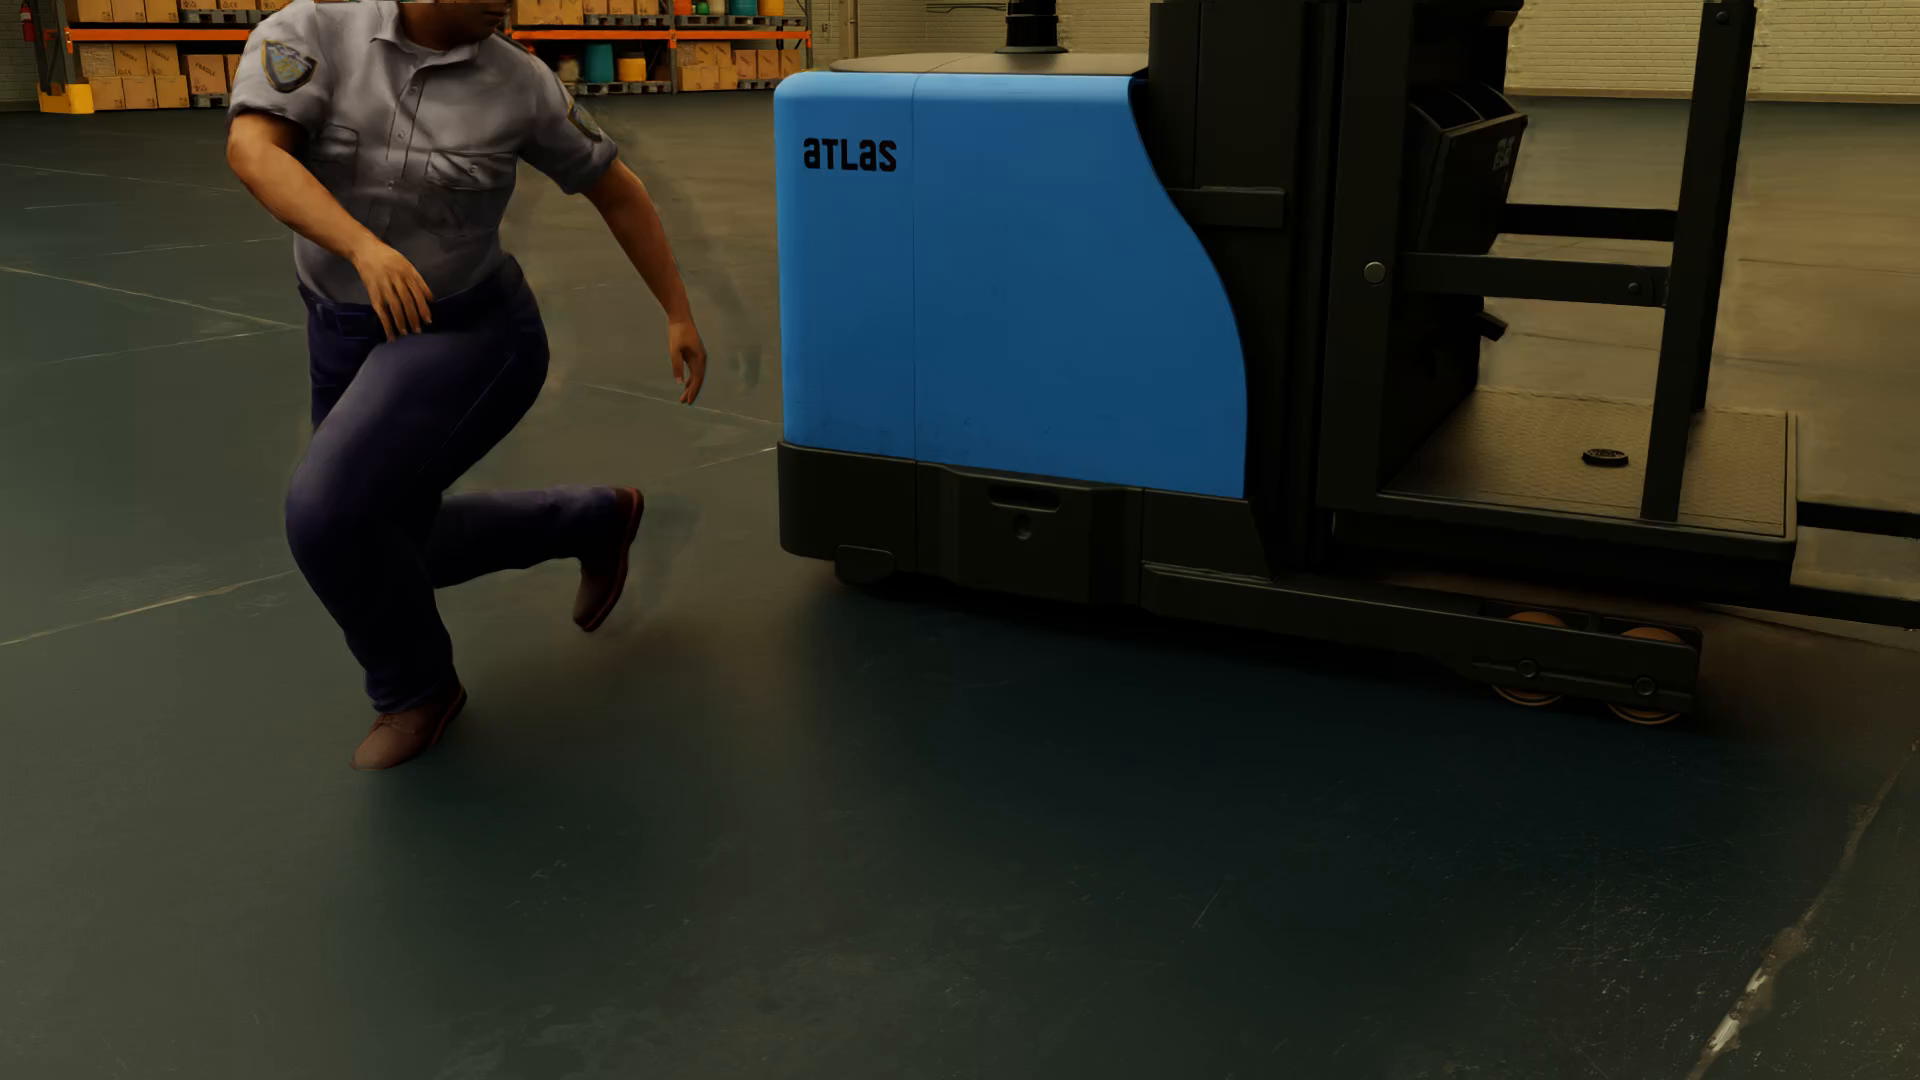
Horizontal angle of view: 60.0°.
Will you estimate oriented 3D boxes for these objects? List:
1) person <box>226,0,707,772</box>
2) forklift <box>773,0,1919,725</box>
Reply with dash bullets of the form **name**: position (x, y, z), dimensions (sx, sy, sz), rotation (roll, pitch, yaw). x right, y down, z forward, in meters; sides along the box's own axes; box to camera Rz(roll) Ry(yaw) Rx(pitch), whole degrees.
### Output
- **person**: position (-0.814, -0.368, 2.821), dimensions (0.601, 1.431, 0.862), rotation (6, 18, 19)
- **forklift**: position (1.161, -1.257, 3.037), dimensions (3.031, 2.935, 1.130), rotation (8, 19, 24)
